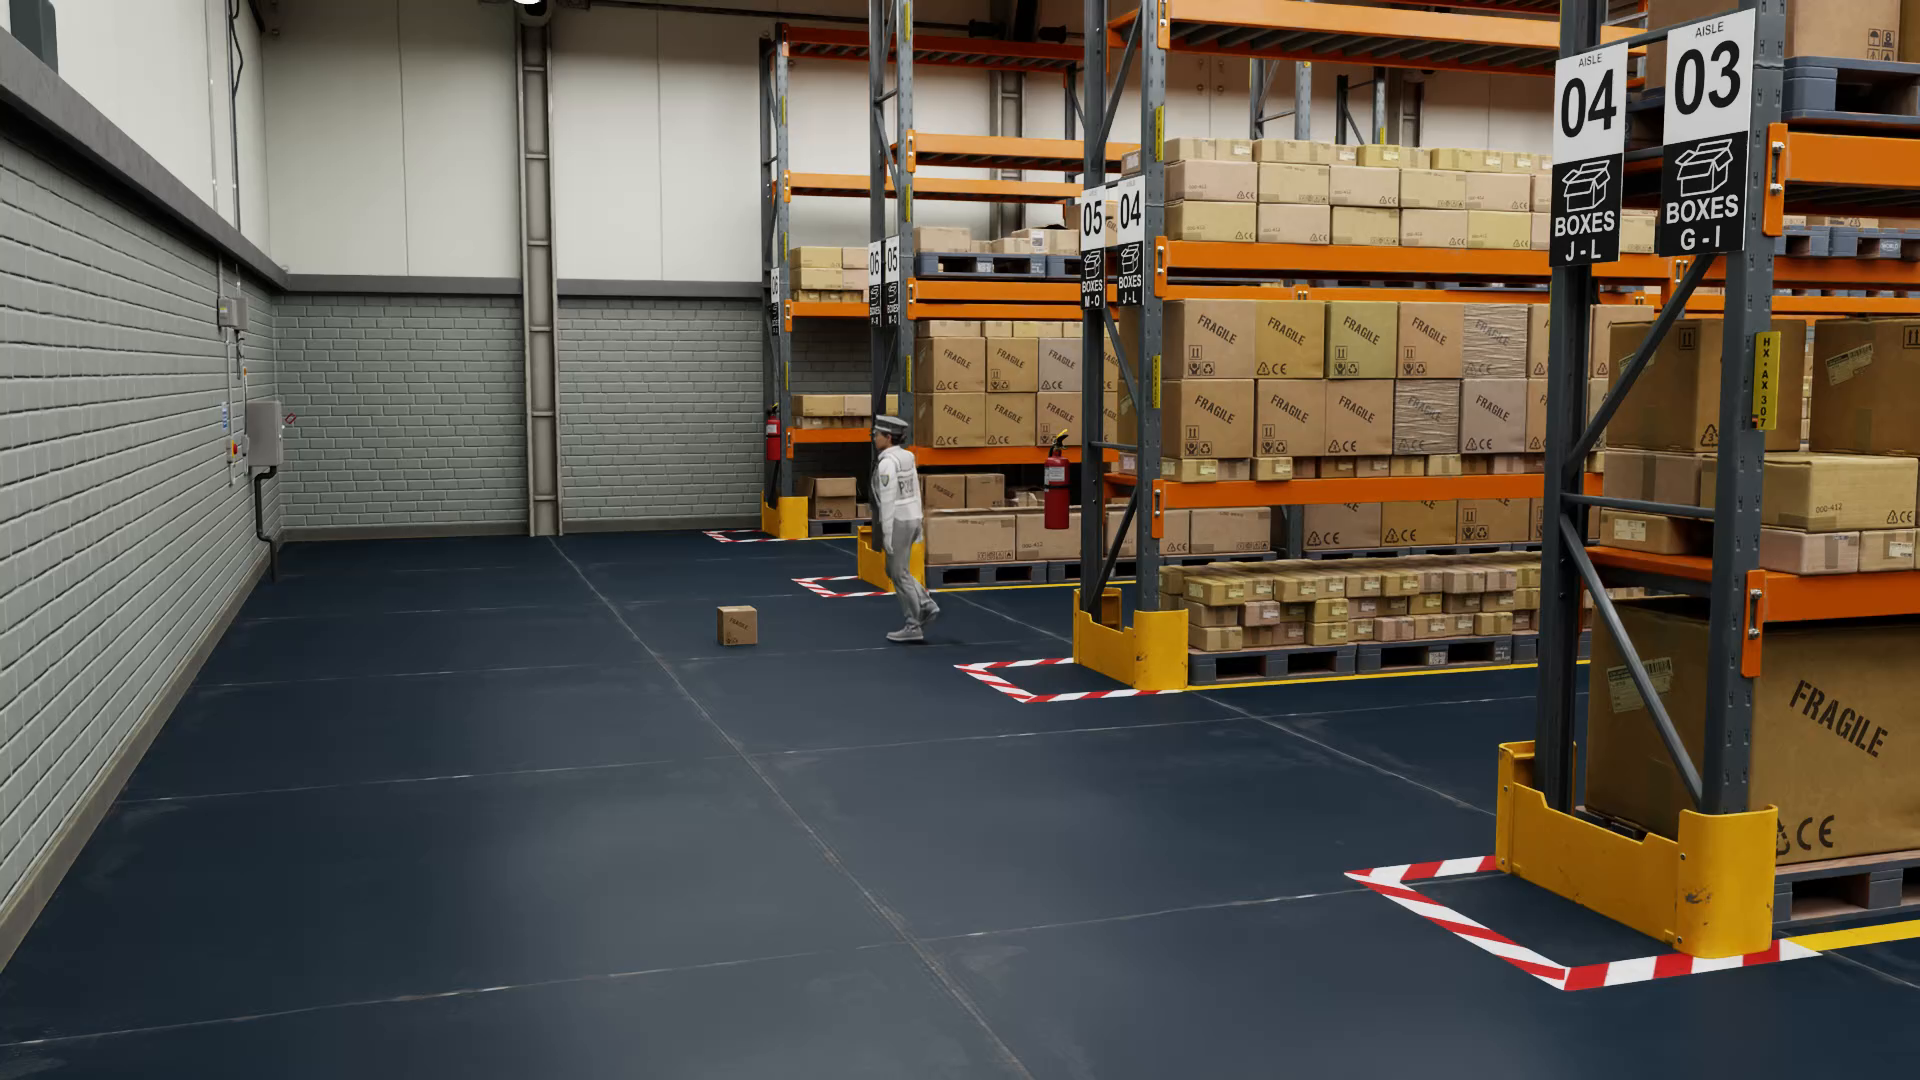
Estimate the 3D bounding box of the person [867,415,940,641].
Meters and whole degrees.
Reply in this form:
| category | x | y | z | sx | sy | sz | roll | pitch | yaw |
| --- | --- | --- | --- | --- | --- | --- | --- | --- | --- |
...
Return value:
| category | x | y | z | sx | sy | sz | roll | pitch | yaw |
| --- | --- | --- | --- | --- | --- | --- | --- | --- | --- |
| person | -0.409 | -0.085 | 12.223 | 0.483 | 1.672 | 0.523 | 2 | 6 | 19 |
